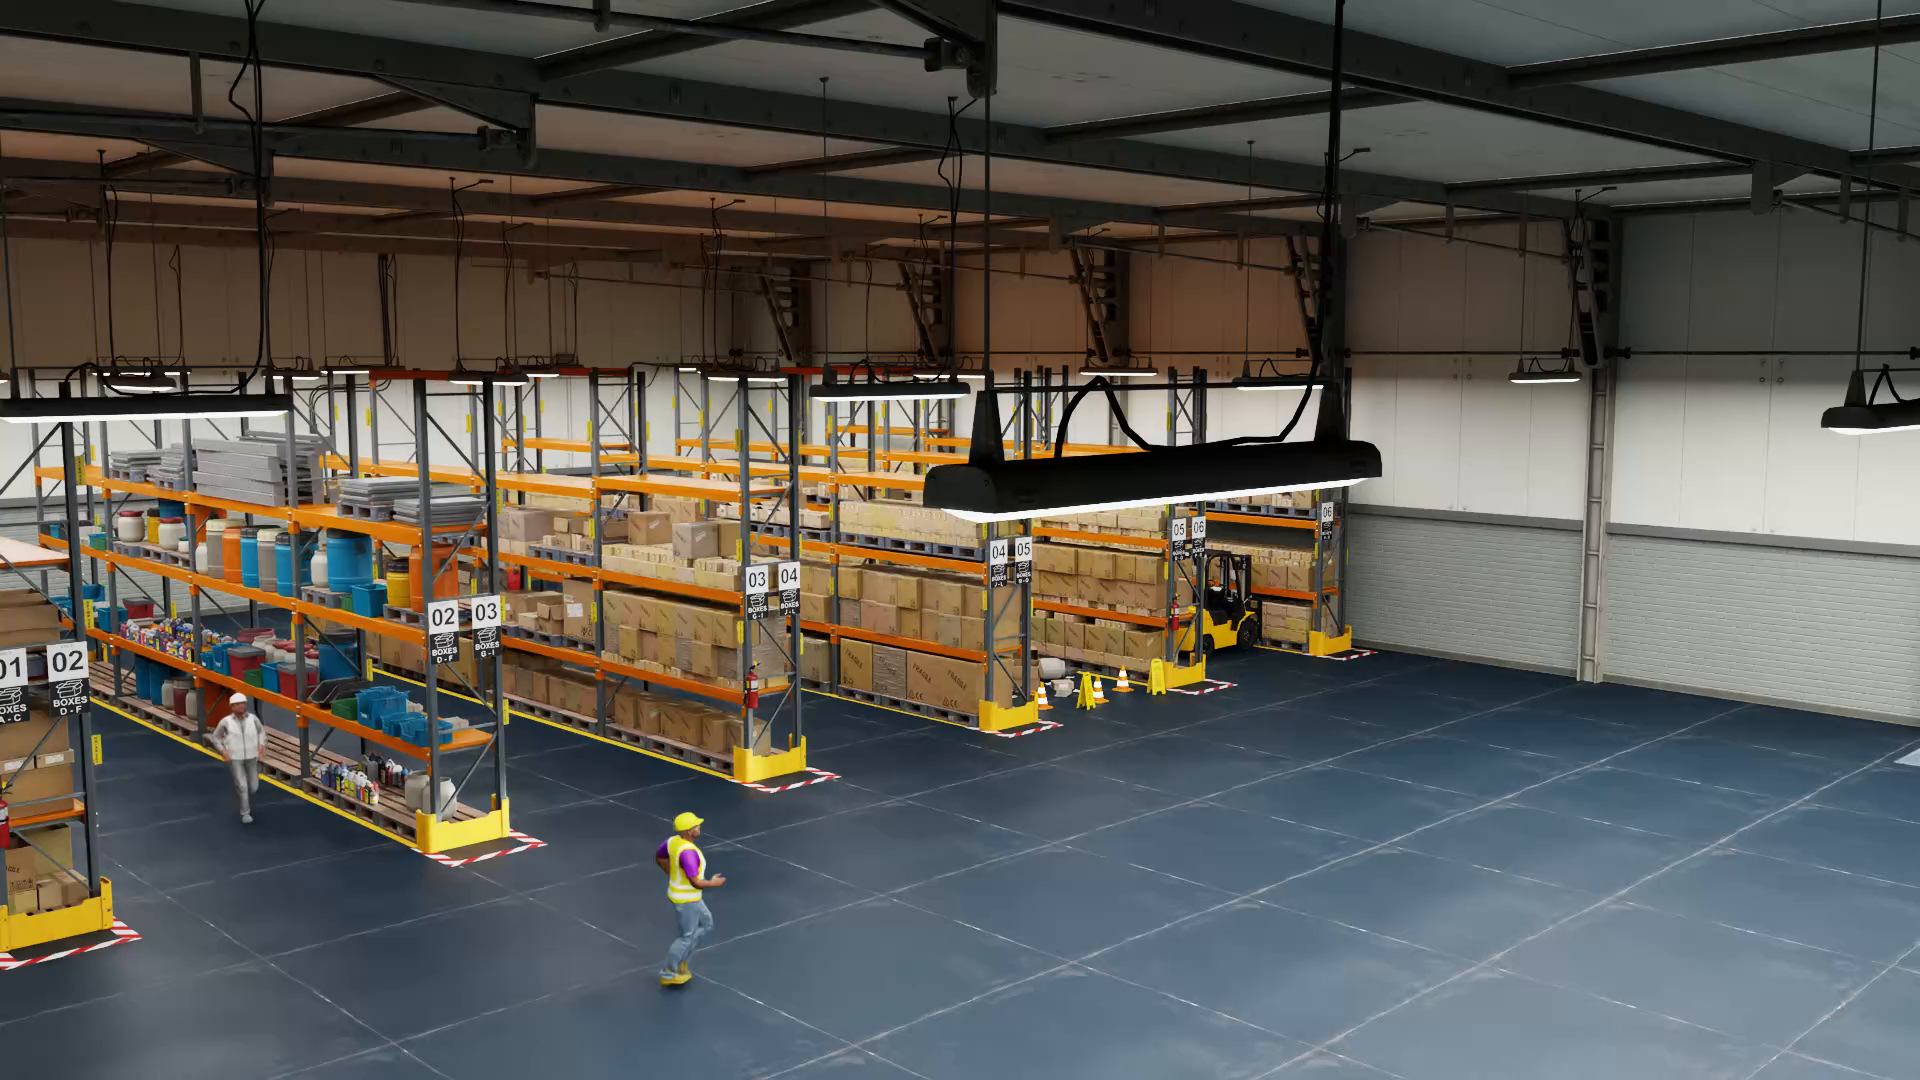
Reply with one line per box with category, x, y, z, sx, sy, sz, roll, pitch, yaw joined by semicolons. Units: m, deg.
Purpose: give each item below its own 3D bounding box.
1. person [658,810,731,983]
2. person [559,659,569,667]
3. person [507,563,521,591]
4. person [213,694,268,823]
person;-2.671;3.595;16.688;0.722;1.816;0.729;-2;7;-21
person;-7.786;1.858;32.675;0.599;1.557;0.520;6;9;43
person;-9.741;1.327;36.591;0.959;1.740;0.654;6;9;42
person;-9.729;2.934;22.514;0.700;1.732;0.685;-5;8;-40
